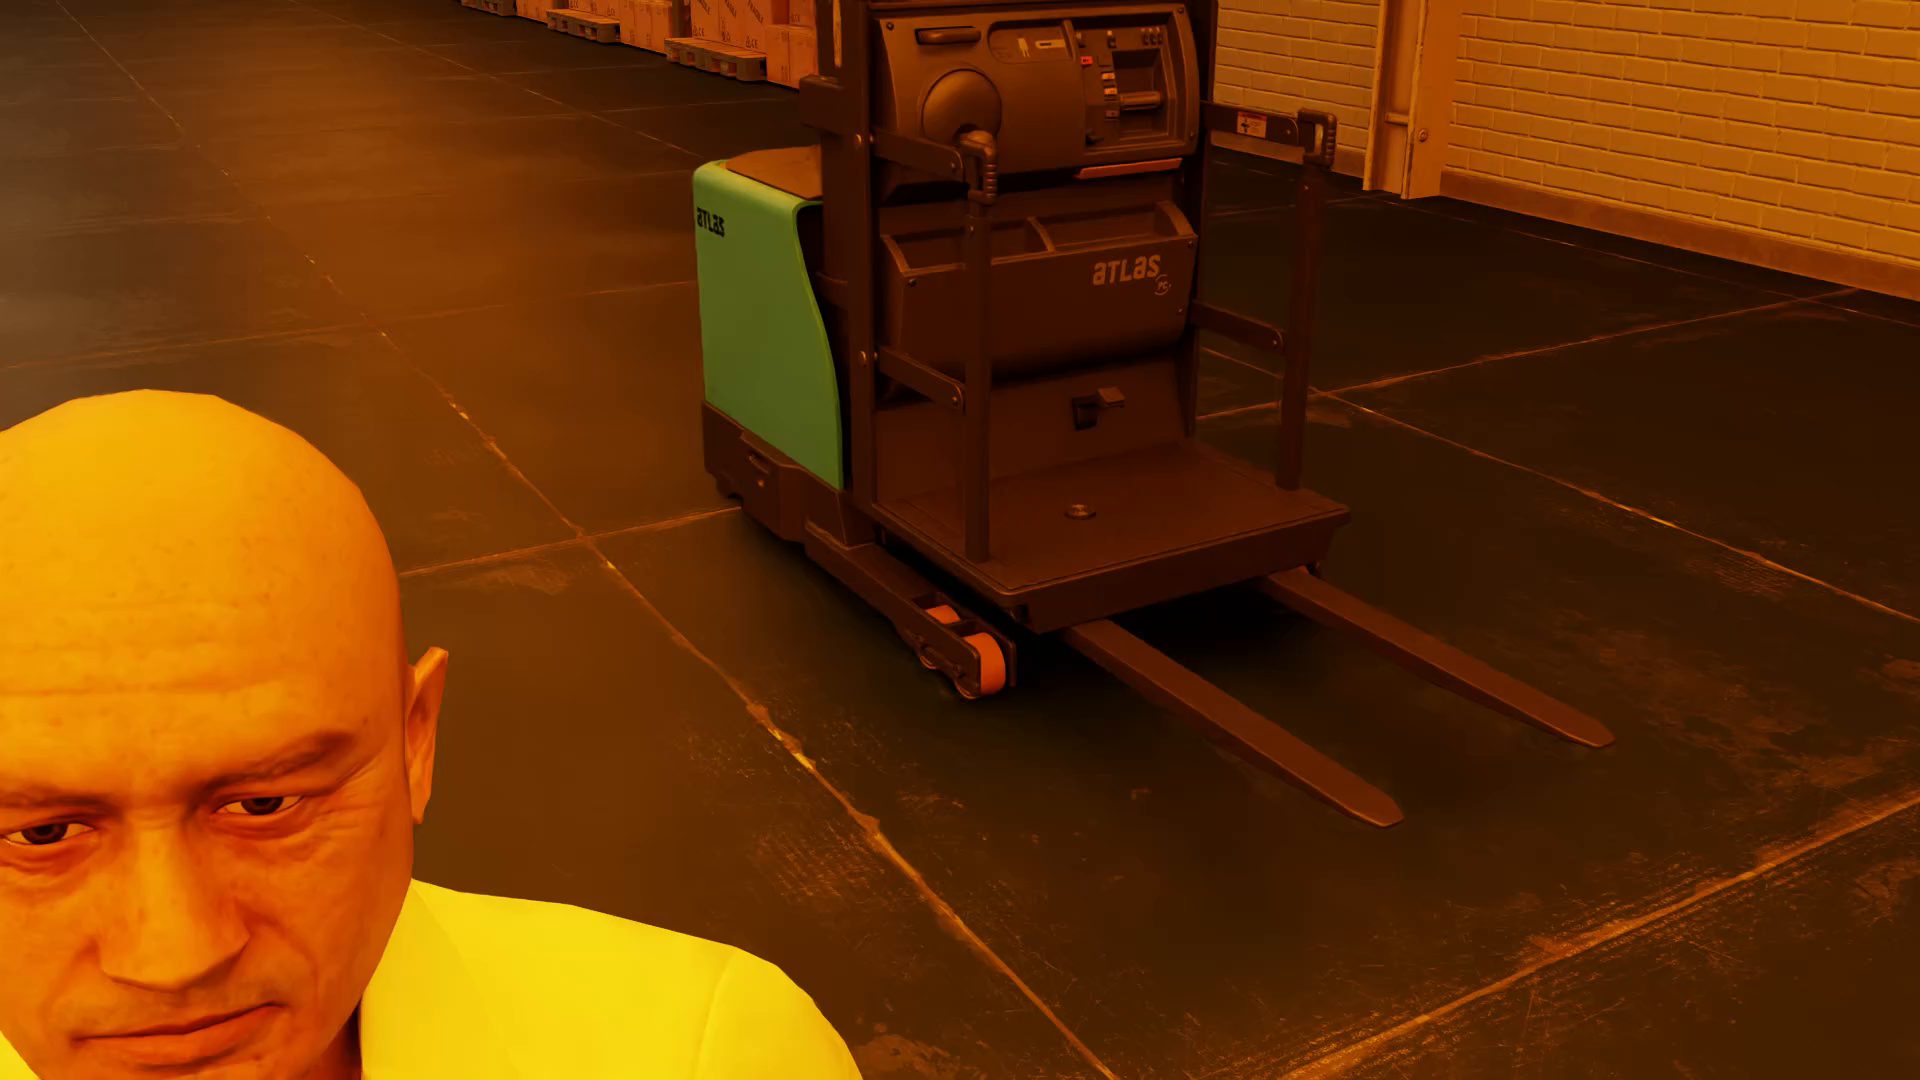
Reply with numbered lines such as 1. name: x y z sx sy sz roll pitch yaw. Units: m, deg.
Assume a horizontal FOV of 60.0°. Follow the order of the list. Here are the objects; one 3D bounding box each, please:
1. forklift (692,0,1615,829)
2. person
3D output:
1. forklift: 0.331 -1.156 4.092 1.130 2.935 3.031 -13 25 -28
2. person: -0.300 0.831 0.803 0.681 1.799 0.504 -4 23 -11
